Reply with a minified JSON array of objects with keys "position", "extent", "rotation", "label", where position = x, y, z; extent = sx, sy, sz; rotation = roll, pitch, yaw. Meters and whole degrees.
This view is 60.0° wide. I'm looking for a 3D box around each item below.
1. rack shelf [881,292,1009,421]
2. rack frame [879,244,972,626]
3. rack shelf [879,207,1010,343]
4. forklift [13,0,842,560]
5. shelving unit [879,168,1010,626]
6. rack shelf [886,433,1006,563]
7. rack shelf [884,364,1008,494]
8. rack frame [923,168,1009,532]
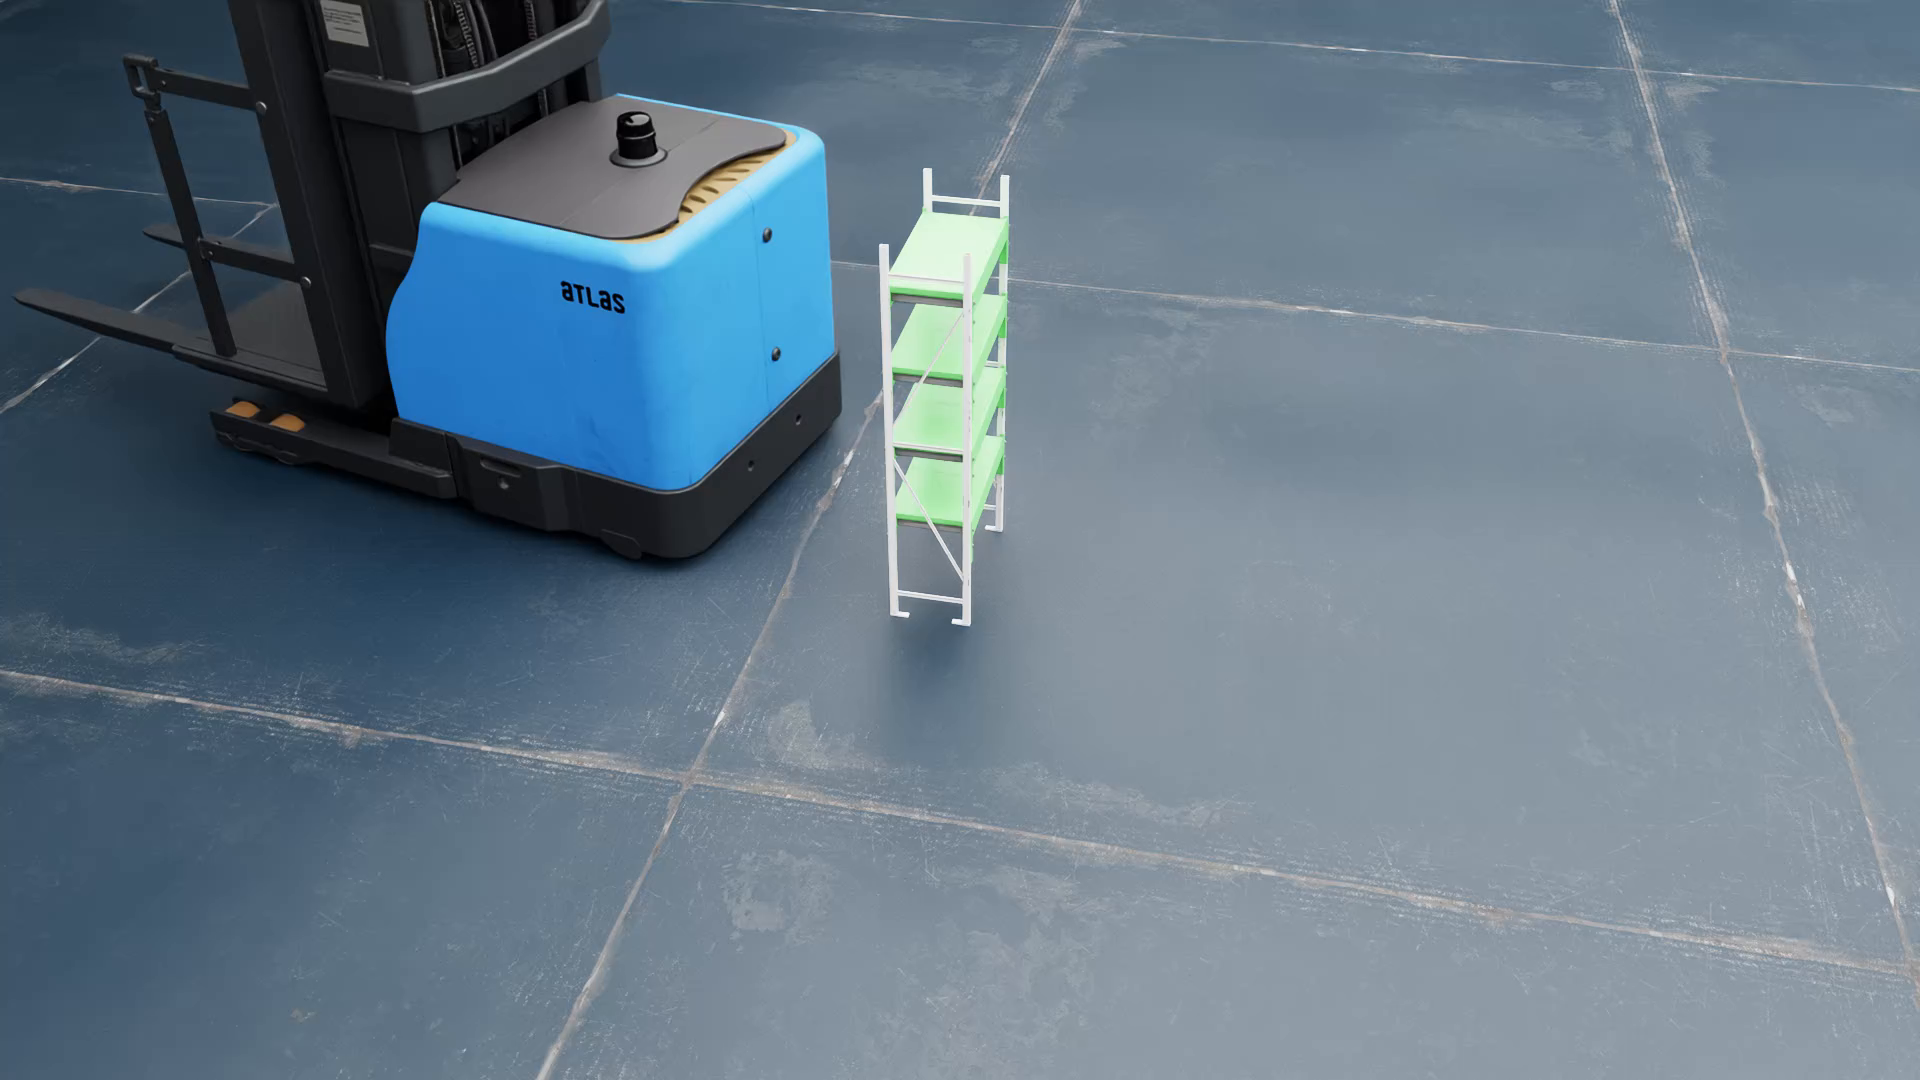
[{"position":[-0.035,-0.534,4.664],"extent":[0.258,0.148,0.480],"rotation":[7,37,10],"label":"rack shelf"},{"position":[-0.087,-0.251,4.574],"extent":[0.240,1.200,0.015],"rotation":[7,37,10],"label":"rack frame"},{"position":[-0.035,-0.728,4.523],"extent":[0.258,0.148,0.480],"rotation":[7,37,10],"label":"rack shelf"},{"position":[-1.967,-1.705,5.105],"extent":[3.031,2.935,1.130],"rotation":[15,39,20],"label":"forklift"},{"position":[-0.035,-0.391,4.767],"extent":[0.258,1.200,0.503],"rotation":[7,37,10],"label":"shelving unit"},{"position":[-0.035,-0.145,4.945],"extent":[0.258,0.148,0.480],"rotation":[7,37,10],"label":"rack shelf"},{"position":[-0.035,-0.339,4.804],"extent":[0.258,0.148,0.480],"rotation":[7,37,10],"label":"rack shelf"},{"position":[0.017,-0.531,4.960],"extent":[0.240,1.200,0.015],"rotation":[7,37,10],"label":"rack frame"}]
